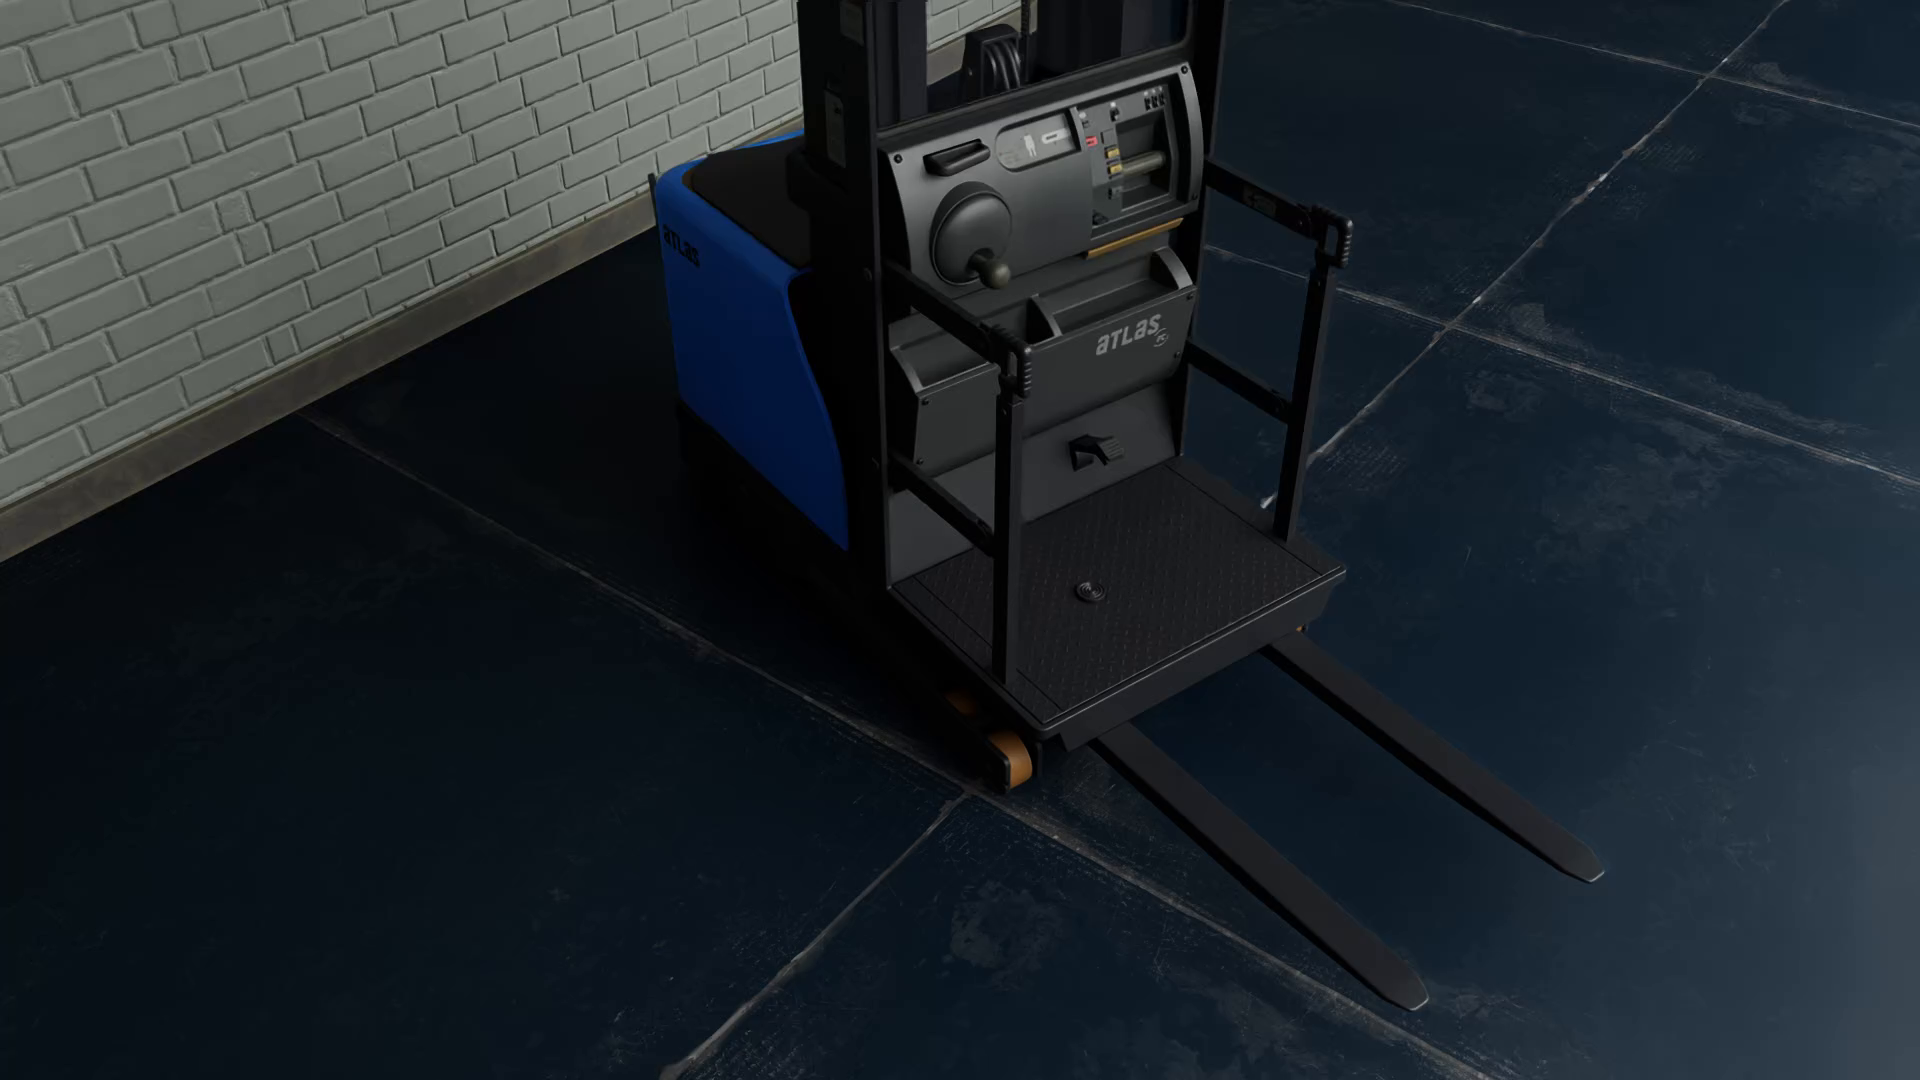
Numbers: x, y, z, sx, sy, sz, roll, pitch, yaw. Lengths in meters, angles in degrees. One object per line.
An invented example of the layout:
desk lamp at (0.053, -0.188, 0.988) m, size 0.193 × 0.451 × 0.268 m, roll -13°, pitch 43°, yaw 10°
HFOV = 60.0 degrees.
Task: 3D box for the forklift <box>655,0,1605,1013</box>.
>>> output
forklift at (0.355, -0.835, 3.939) m, size 1.130 × 2.935 × 3.031 m, roll -24°, pitch 44°, yaw -28°

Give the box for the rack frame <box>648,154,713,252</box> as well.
rack frame at (-0.871, -0.834, 5.587) m, size 0.240 × 0.900 × 0.006 m, roll -27°, pitch 40°, yaw -30°

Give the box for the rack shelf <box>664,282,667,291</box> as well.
rack shelf at (-0.810, -0.840, 5.488) m, size 0.258 × 0.077 × 0.200 m, roll -27°, pitch 40°, yaw -30°

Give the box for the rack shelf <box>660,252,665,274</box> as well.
rack shelf at (-0.815, -0.914, 5.438) m, size 0.258 × 0.077 × 0.200 m, roll -27°, pitch 40°, yaw -30°

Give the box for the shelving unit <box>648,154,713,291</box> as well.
shelving unit at (-0.807, -0.793, 5.520) m, size 0.258 × 0.900 × 0.210 m, roll -27°, pitch 40°, yaw -30°

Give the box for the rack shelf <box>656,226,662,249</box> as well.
rack shelf at (-0.820, -0.989, 5.388) m, size 0.258 × 0.077 × 0.200 m, roll -27°, pitch 40°, yaw -30°
